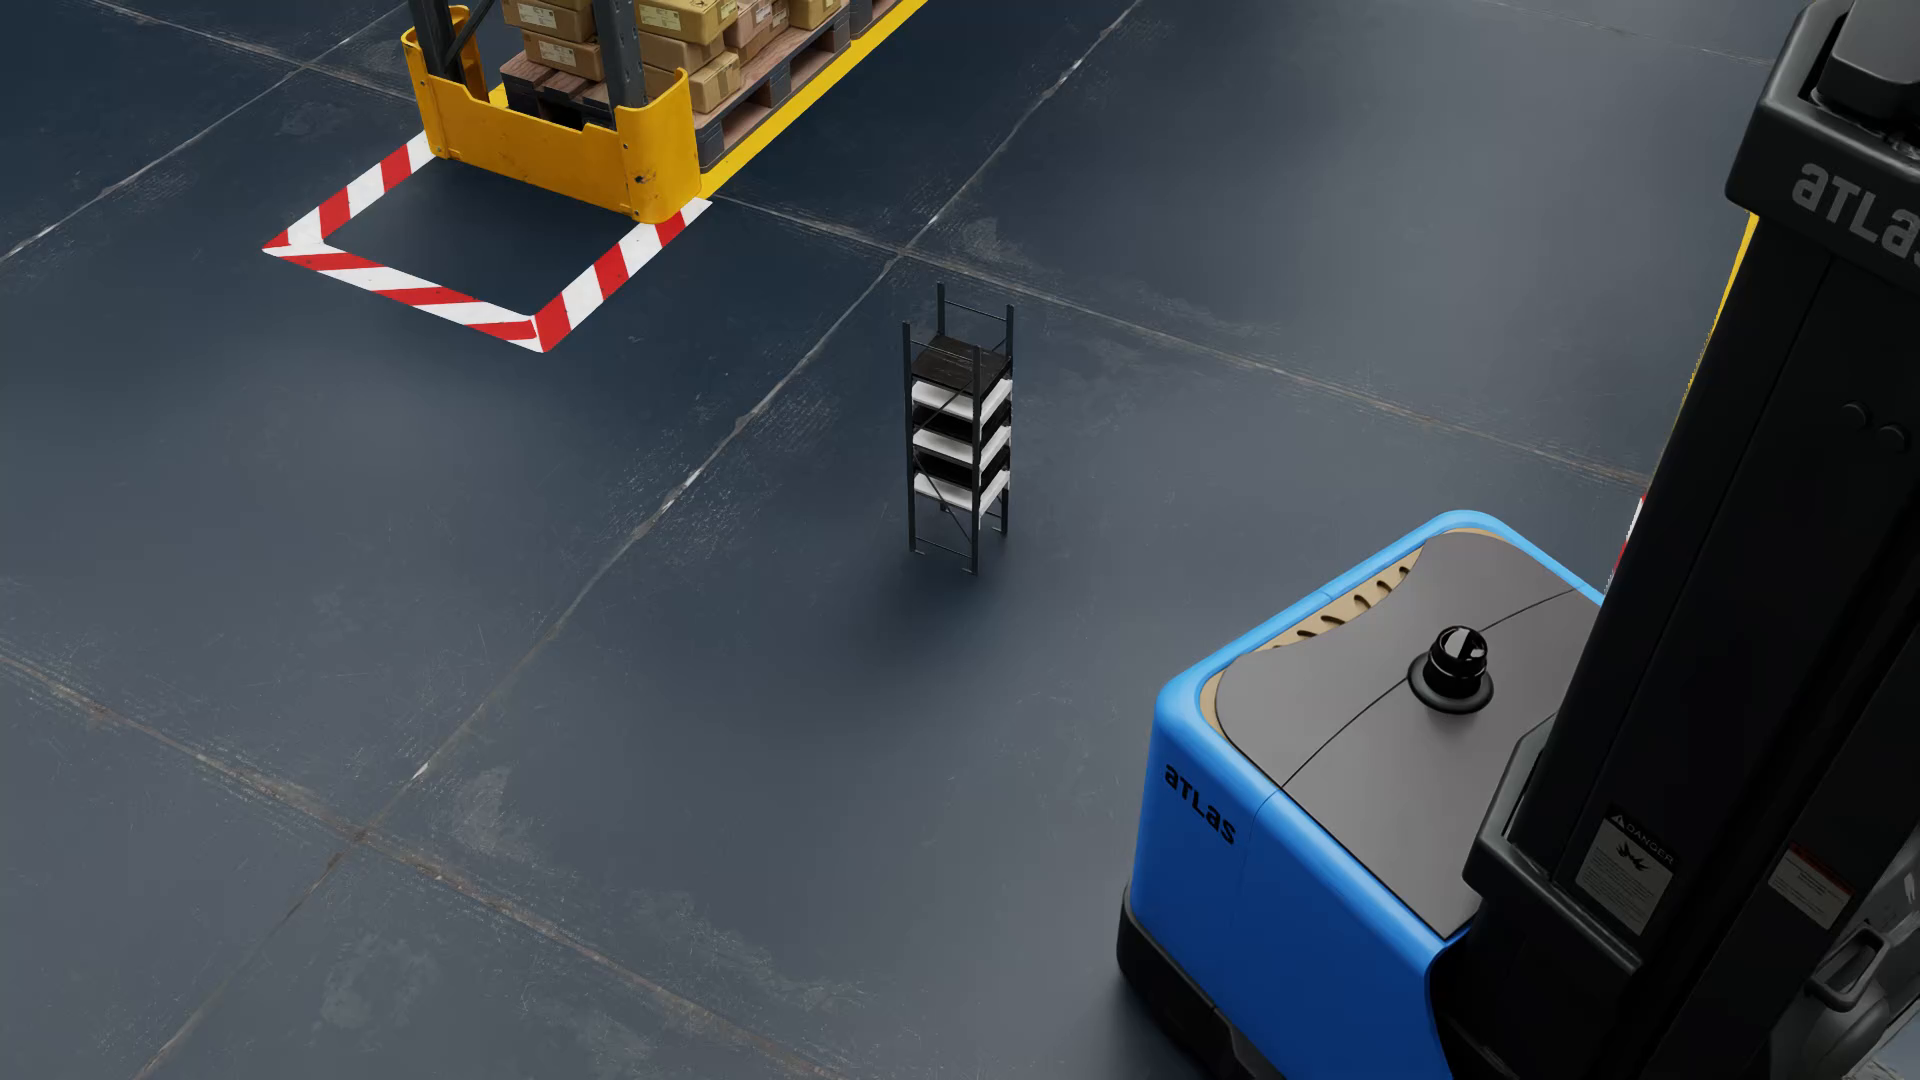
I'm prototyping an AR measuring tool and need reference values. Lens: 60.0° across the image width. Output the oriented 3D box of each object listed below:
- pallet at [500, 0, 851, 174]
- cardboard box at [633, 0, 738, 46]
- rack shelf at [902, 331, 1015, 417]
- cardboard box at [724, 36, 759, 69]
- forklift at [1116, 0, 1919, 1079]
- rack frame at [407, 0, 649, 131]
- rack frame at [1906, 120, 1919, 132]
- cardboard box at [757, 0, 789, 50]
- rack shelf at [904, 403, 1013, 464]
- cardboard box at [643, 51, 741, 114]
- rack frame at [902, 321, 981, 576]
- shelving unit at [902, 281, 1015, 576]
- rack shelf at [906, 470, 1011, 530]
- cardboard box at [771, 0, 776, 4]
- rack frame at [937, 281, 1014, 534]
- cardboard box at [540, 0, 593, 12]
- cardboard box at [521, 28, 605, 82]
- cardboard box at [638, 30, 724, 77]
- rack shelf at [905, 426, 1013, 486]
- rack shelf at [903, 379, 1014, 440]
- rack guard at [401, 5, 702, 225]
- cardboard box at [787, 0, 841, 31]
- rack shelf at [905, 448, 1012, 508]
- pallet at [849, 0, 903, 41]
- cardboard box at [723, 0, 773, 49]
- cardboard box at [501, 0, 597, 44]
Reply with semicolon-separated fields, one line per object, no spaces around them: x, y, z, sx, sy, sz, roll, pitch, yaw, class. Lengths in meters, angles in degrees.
-1.197;-2.084;7.161;1.003;0.211;1.213;20;49;19;pallet
-1.096;-2.088;6.496;0.380;0.149;0.250;18;48;17;cardboard box
-0.004;-0.478;4.757;0.258;0.077;0.200;20;49;19;rack shelf
-1.065;-2.078;6.904;0.380;0.149;0.250;20;49;19;cardboard box
1.670;0.675;2.522;1.130;2.935;3.031;-28;52;-25;forklift
-1.640;-2.516;5.628;1.000;3.000;0.127;20;49;19;rack frame
2.706;-0.815;3.946;1.000;3.000;0.127;20;49;19;rack frame
-0.955;-2.236;7.061;0.380;0.149;0.250;21;49;19;cardboard box
-0.004;-0.351;4.885;0.258;0.077;0.200;20;49;19;rack shelf
-1.114;-1.886;6.714;0.380;0.149;0.250;21;49;20;cardboard box
-0.051;-0.247;4.862;0.240;0.900;0.006;20;49;19;rack frame
-0.004;-0.311;4.925;0.258;0.900;0.210;20;49;19;shelving unit
-0.004;-0.161;5.077;0.258;0.077;0.200;20;49;19;rack shelf
-0.957;-2.349;6.962;0.380;0.149;0.250;21;49;20;cardboard box
0.043;-0.375;4.988;0.240;0.900;0.006;20;49;19;rack frame
-1.619;-2.288;6.693;0.380;0.149;0.250;21;49;19;cardboard box
-1.581;-2.062;6.888;0.380;0.149;0.250;21;49;20;cardboard box
-1.170;-2.011;6.629;0.380;0.149;0.250;22;49;21;cardboard box
-0.004;-0.288;4.949;0.258;0.077;0.200;20;49;19;rack shelf
-0.004;-0.414;4.821;0.258;0.077;0.200;20;49;19;rack shelf
-1.605;-1.685;6.564;1.175;0.500;0.348;20;49;19;rack guard
-0.740;-2.361;7.184;0.380;0.149;0.250;21;49;20;cardboard box
-0.004;-0.225;5.013;0.258;0.077;0.200;20;49;19;rack shelf
-0.629;-2.849;7.918;1.003;0.211;1.213;20;49;19;pallet
-0.993;-2.165;6.781;0.380;0.149;0.250;20;49;19;cardboard box
-1.648;-2.193;6.808;0.380;0.149;0.250;19;48;18;cardboard box
